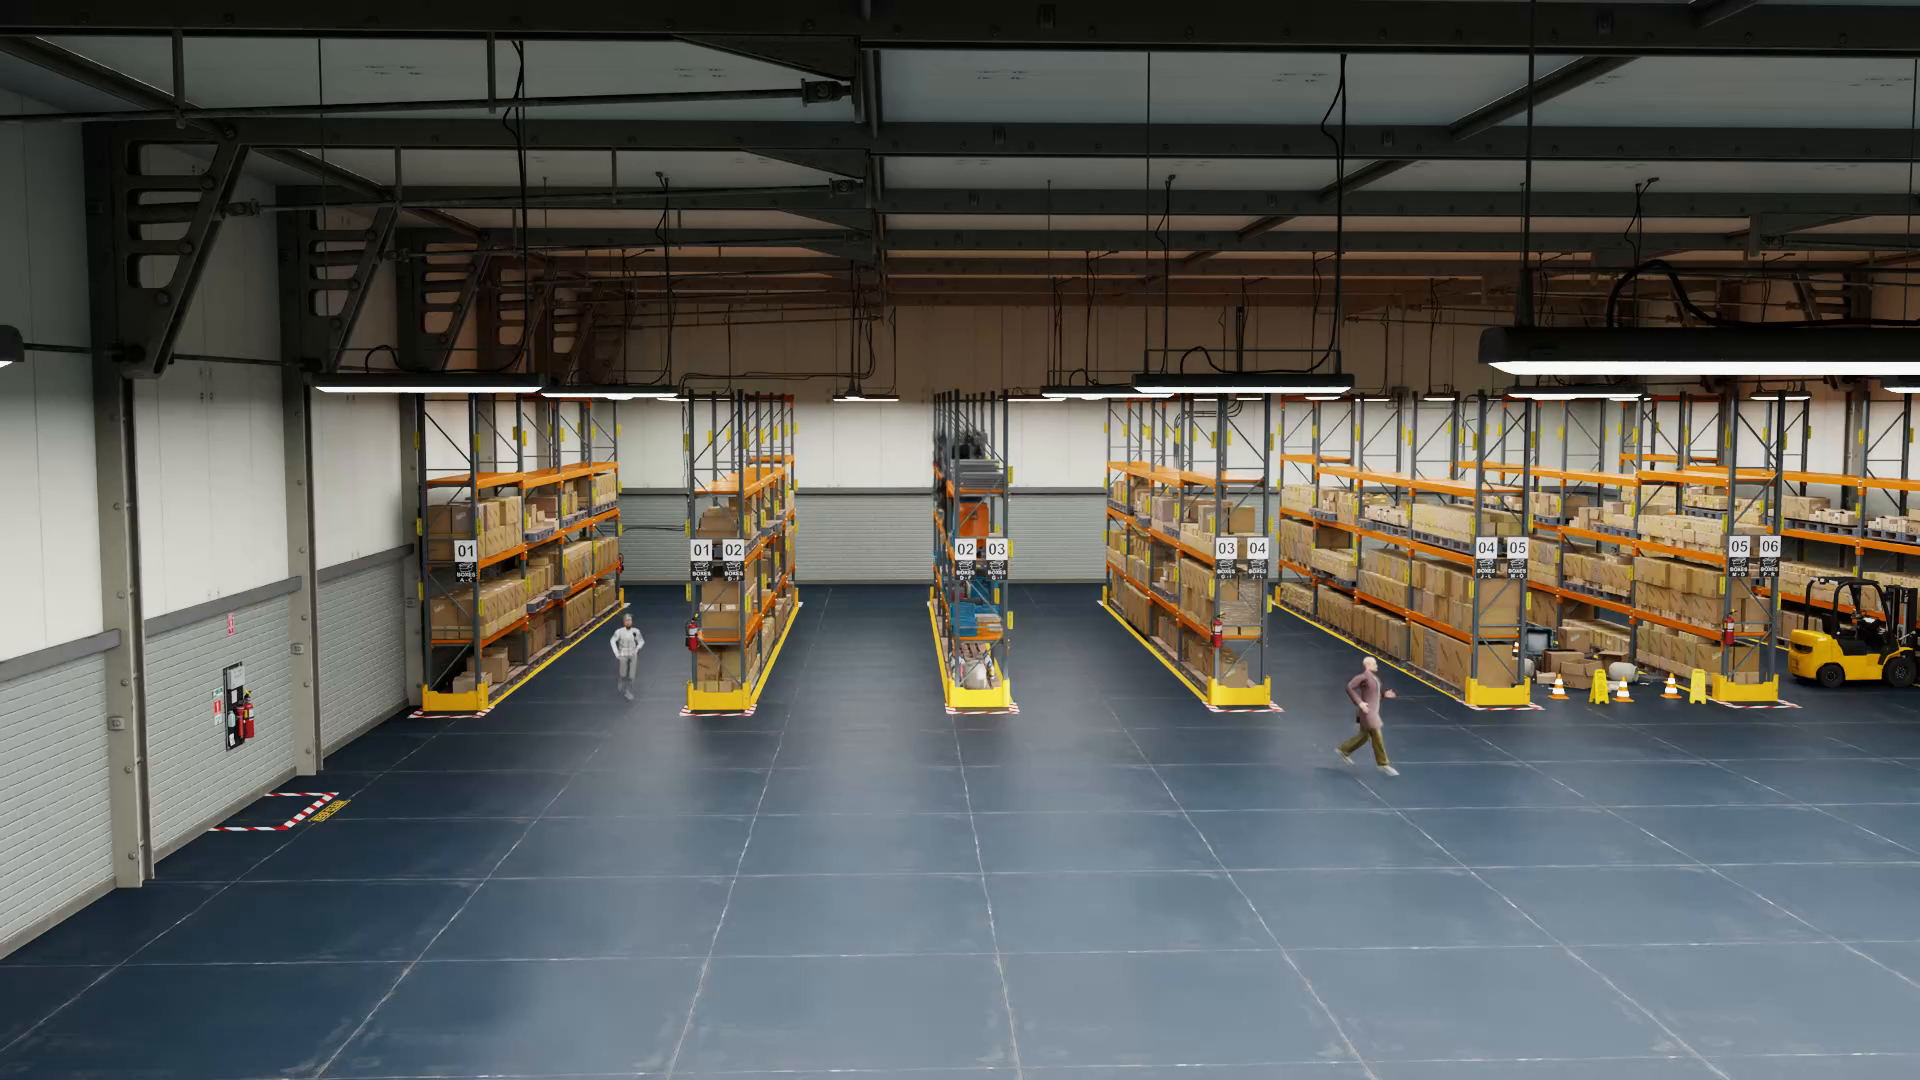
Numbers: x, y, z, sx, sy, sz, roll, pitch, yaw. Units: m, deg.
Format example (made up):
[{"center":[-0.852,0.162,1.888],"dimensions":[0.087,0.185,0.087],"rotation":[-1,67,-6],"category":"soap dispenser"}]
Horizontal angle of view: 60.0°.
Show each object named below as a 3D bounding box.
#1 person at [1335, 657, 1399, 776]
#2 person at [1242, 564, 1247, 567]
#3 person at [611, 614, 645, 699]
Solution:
[{"center":[6.338,2.713,25.854],"dimensions":[1.041,1.805,0.703],"rotation":[2,5,28],"category":"person"},{"center":[7.831,1.091,47.145],"dimensions":[0.623,1.601,0.552],"rotation":[2,5,25],"category":"person"},{"center":[-6.460,2.261,32.367],"dimensions":[0.645,1.667,0.558],"rotation":[-1,5,-15],"category":"person"}]
